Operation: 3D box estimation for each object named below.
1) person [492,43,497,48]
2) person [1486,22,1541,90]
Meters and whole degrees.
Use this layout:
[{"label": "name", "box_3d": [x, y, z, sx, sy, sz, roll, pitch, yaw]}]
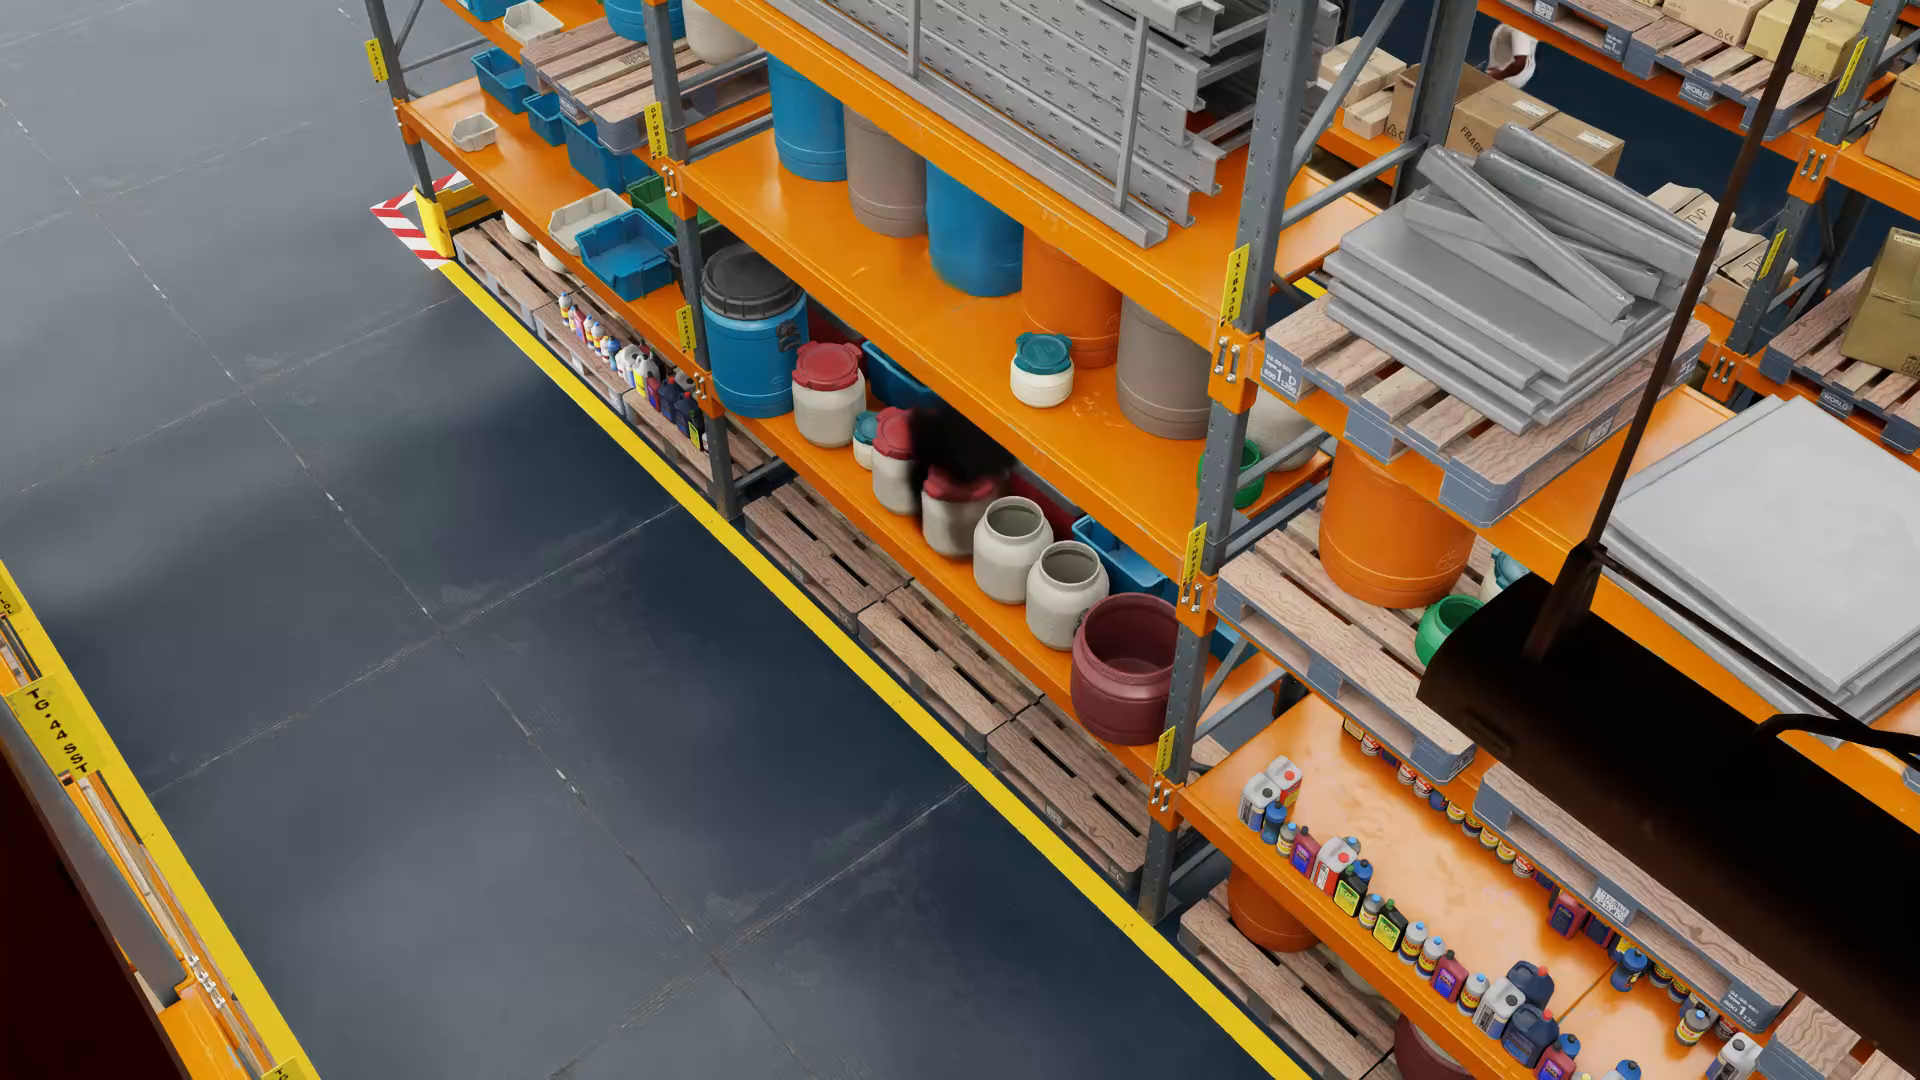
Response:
[{"label": "person", "box_3d": [-3.639, -4.095, 13.740, 0.828, 1.680, 0.626, 13, 48, 12]}, {"label": "person", "box_3d": [4.428, -3.682, 13.305, 0.824, 1.765, 0.708, 32, 54, 27]}]
